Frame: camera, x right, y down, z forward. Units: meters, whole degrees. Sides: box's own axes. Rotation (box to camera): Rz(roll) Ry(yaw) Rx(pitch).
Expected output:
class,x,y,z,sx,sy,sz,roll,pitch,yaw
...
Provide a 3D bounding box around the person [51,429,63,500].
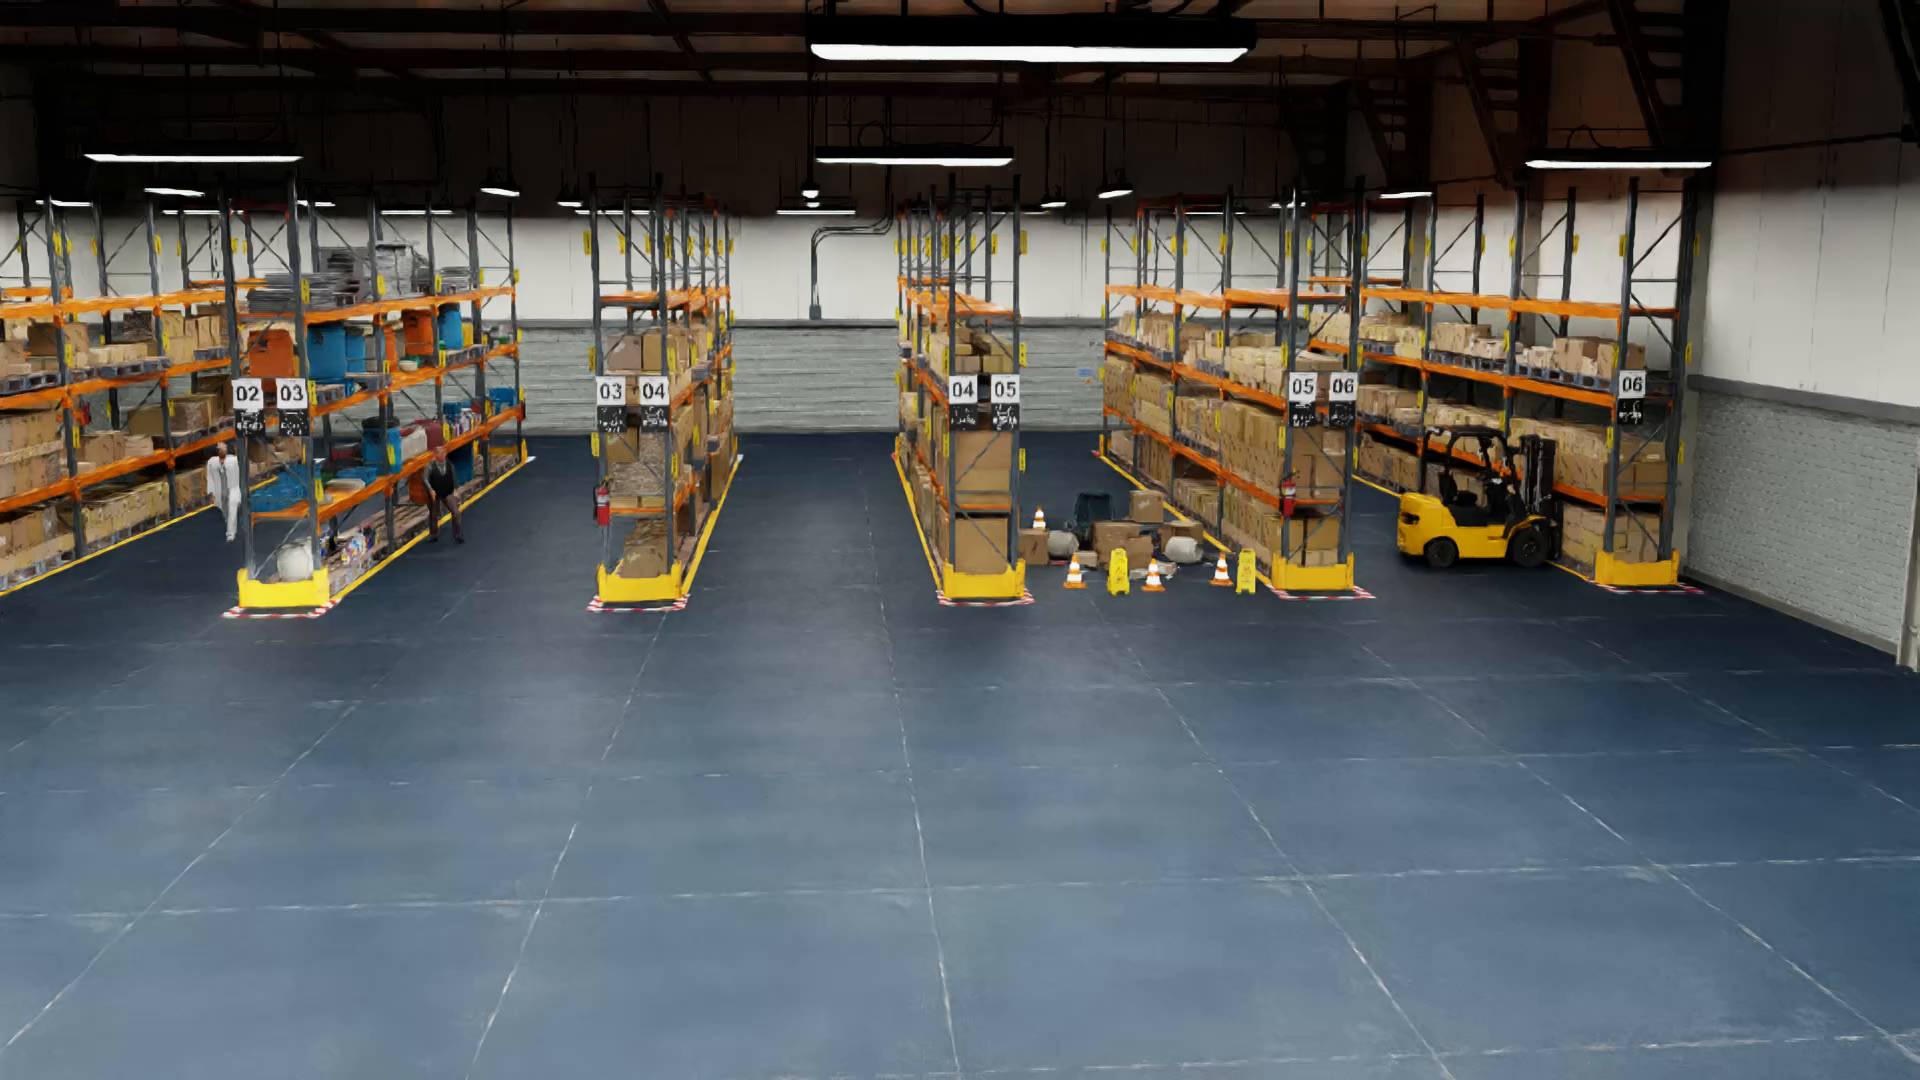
class,x,y,z,sx,sy,sz,roll,pitch,yaw
person,-17.016,-1.291,31.426,0.417,1.569,0.505,-7,12,-34

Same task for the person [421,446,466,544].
class,x,y,z,sx,sy,sz,roll,pitch,yaw
person,-8.795,-0.769,28.203,0.651,1.677,0.729,-5,11,-27

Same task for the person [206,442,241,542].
class,x,y,z,sx,sy,sz,roll,pitch,yaw
person,-12.582,-0.844,28.488,0.600,1.699,1.197,-1,10,-7
